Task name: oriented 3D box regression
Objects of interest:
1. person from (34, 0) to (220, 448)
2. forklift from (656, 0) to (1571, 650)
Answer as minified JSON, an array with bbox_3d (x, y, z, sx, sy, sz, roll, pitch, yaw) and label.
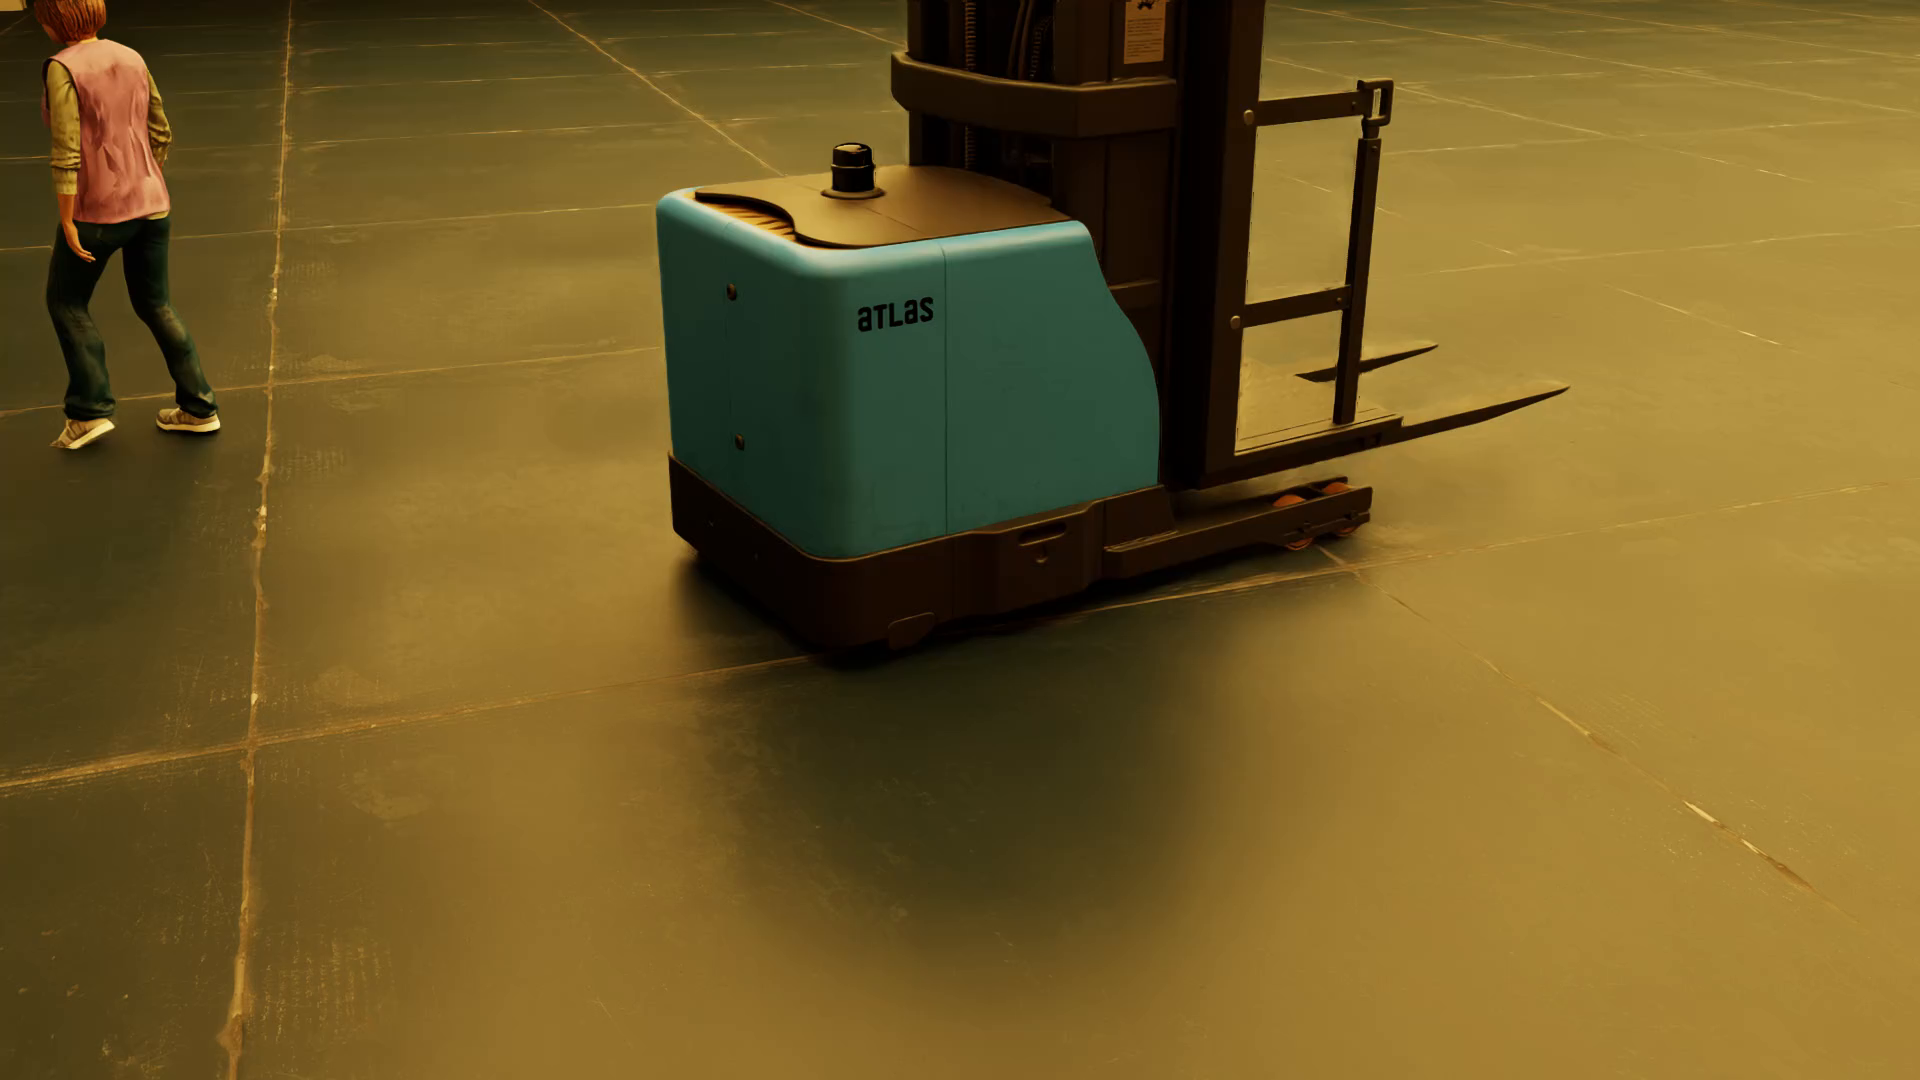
[{"bbox_3d":[-2.918,-1.095,5.713,0.509,1.628,0.513,9,24,20],"label":"person"},{"bbox_3d":[0.664,-1.479,4.815,3.031,2.935,1.130,-14,26,-29],"label":"forklift"}]
